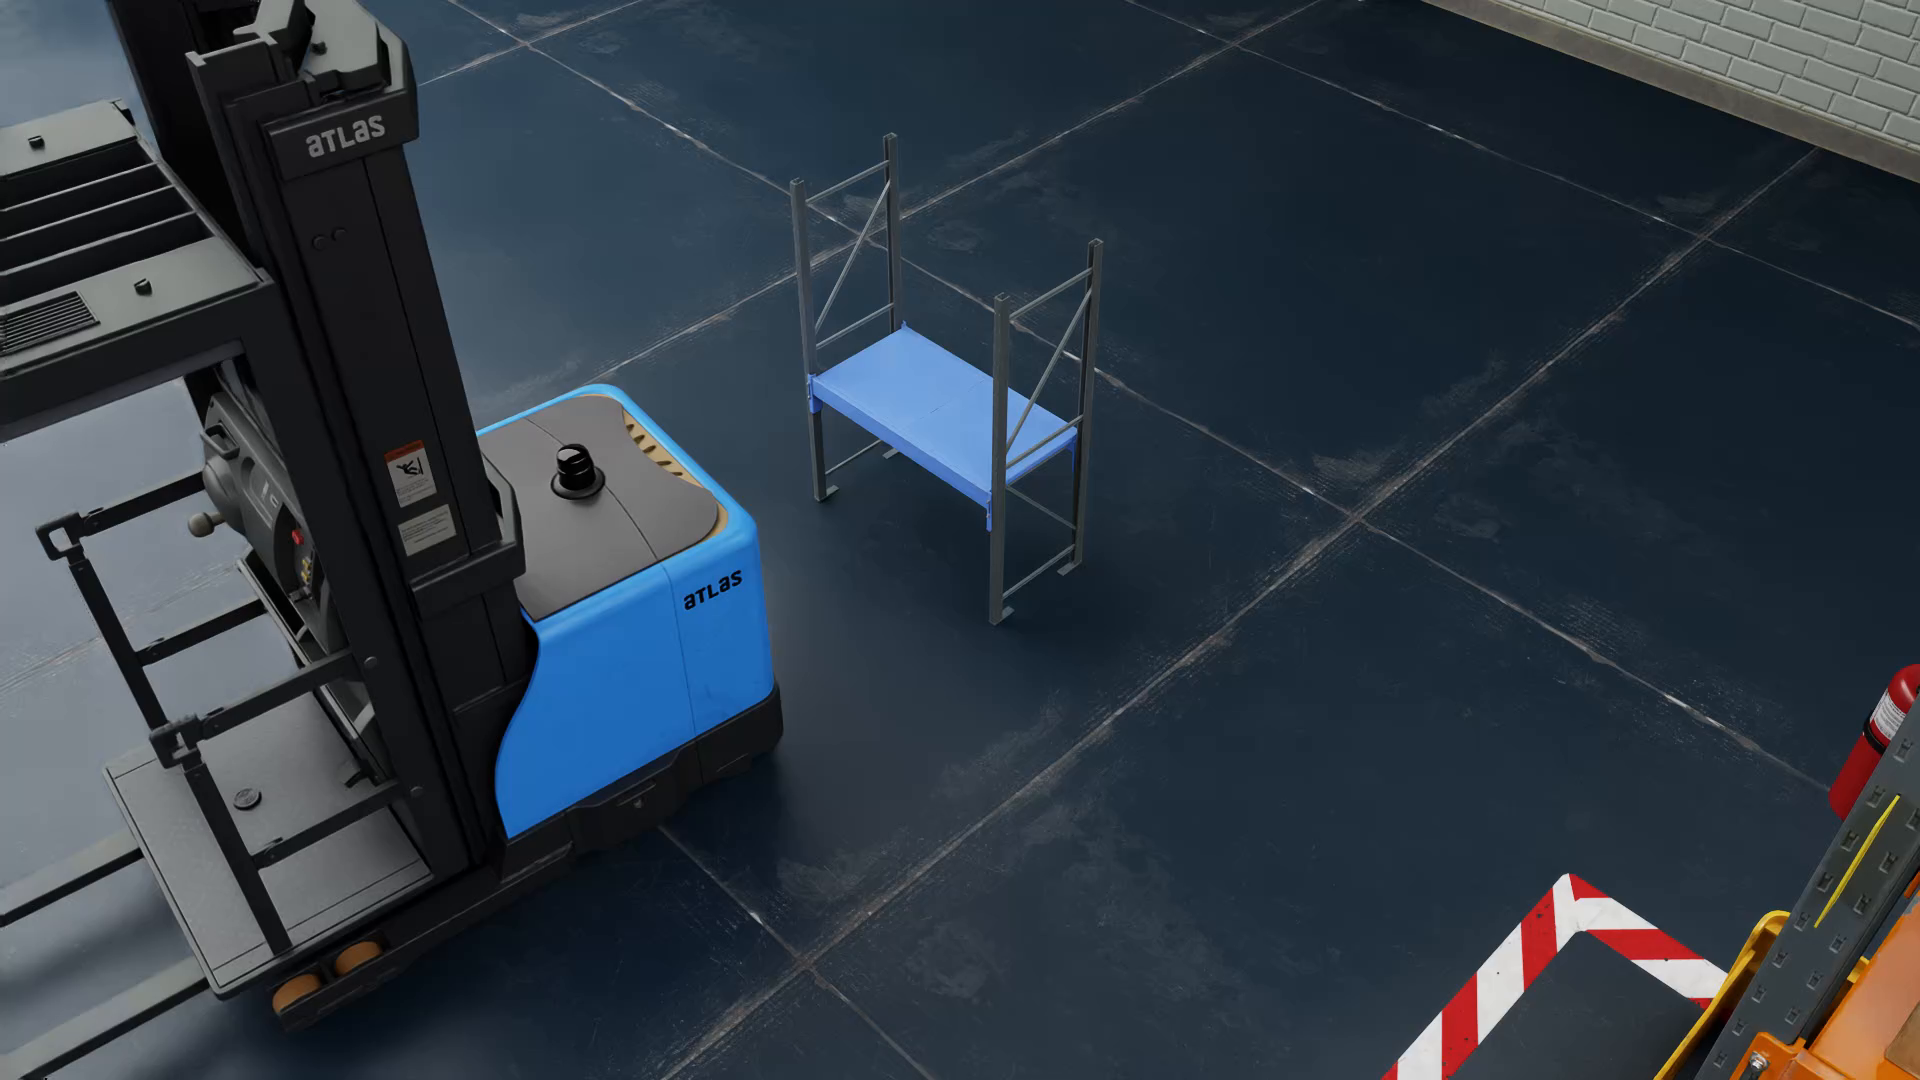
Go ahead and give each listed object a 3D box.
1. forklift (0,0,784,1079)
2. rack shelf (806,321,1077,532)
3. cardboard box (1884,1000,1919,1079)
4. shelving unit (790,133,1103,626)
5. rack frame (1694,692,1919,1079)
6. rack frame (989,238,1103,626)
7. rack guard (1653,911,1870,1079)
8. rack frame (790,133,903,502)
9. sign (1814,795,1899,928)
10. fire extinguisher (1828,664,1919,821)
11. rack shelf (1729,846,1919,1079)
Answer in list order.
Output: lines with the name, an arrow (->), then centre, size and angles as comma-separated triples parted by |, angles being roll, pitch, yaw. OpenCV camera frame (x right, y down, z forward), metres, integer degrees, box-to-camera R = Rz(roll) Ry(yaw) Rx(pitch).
forklift -> -2.102, 0.016, 4.573 | 3.031, 2.935, 1.130 | -28, 50, -27
rack shelf -> -0.060, -0.460, 6.407 | 0.538, 0.185, 1.000 | -34, 53, -31
cardboard box -> 2.428, 0.895, 3.498 | 0.700, 0.500, 0.500 | -34, 53, -31
shelving unit -> -0.060, -0.592, 6.285 | 0.538, 1.500, 1.048 | -34, 53, -31
rack frame -> 2.108, 0.701, 3.781 | 1.000, 3.000, 0.127 | -34, 53, -31
rack frame -> 0.299, -0.348, 6.021 | 0.500, 1.500, 0.032 | -34, 53, -31
rack guard -> 2.091, 1.608, 4.642 | 1.175, 0.500, 0.348 | -34, 53, -31
rack frame -> -0.419, -0.836, 6.550 | 0.500, 1.500, 0.032 | -34, 53, -31
sign -> 1.711, 0.617, 3.175 | 0.100, 0.325, 0.005 | -34, 53, -31
fire extinguisher -> 2.353, 0.450, 4.110 | 0.296, 0.674, 0.183 | -34, 53, -31
rack shelf -> 3.520, 1.926, 2.985 | 1.077, 0.370, 4.000 | -34, 53, -31
